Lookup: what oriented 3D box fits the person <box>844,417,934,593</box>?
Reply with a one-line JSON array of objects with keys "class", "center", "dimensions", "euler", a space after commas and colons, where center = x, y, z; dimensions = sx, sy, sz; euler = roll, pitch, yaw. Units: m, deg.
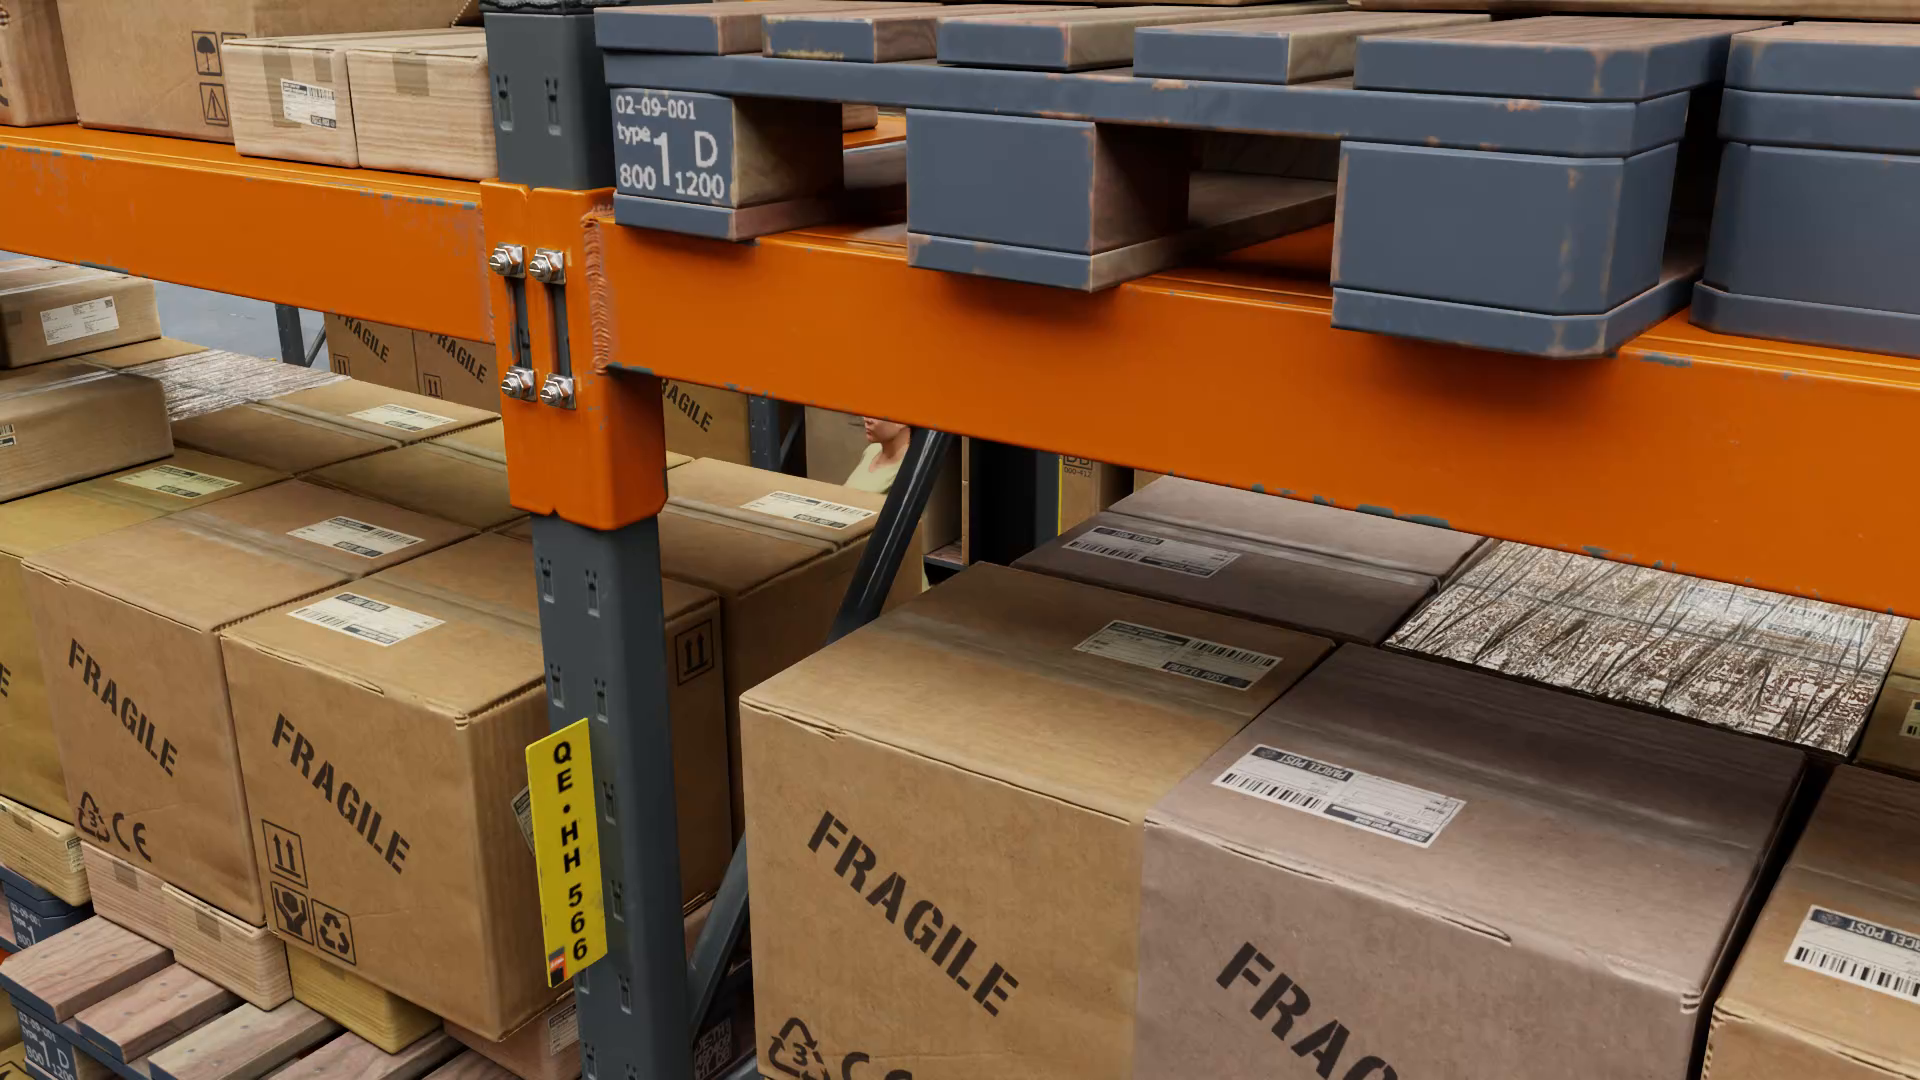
[{"class": "person", "center": [-0.344, 0.230, 5.965], "dimensions": [0.531, 1.661, 0.424], "euler": [-9, 22, -24]}]
